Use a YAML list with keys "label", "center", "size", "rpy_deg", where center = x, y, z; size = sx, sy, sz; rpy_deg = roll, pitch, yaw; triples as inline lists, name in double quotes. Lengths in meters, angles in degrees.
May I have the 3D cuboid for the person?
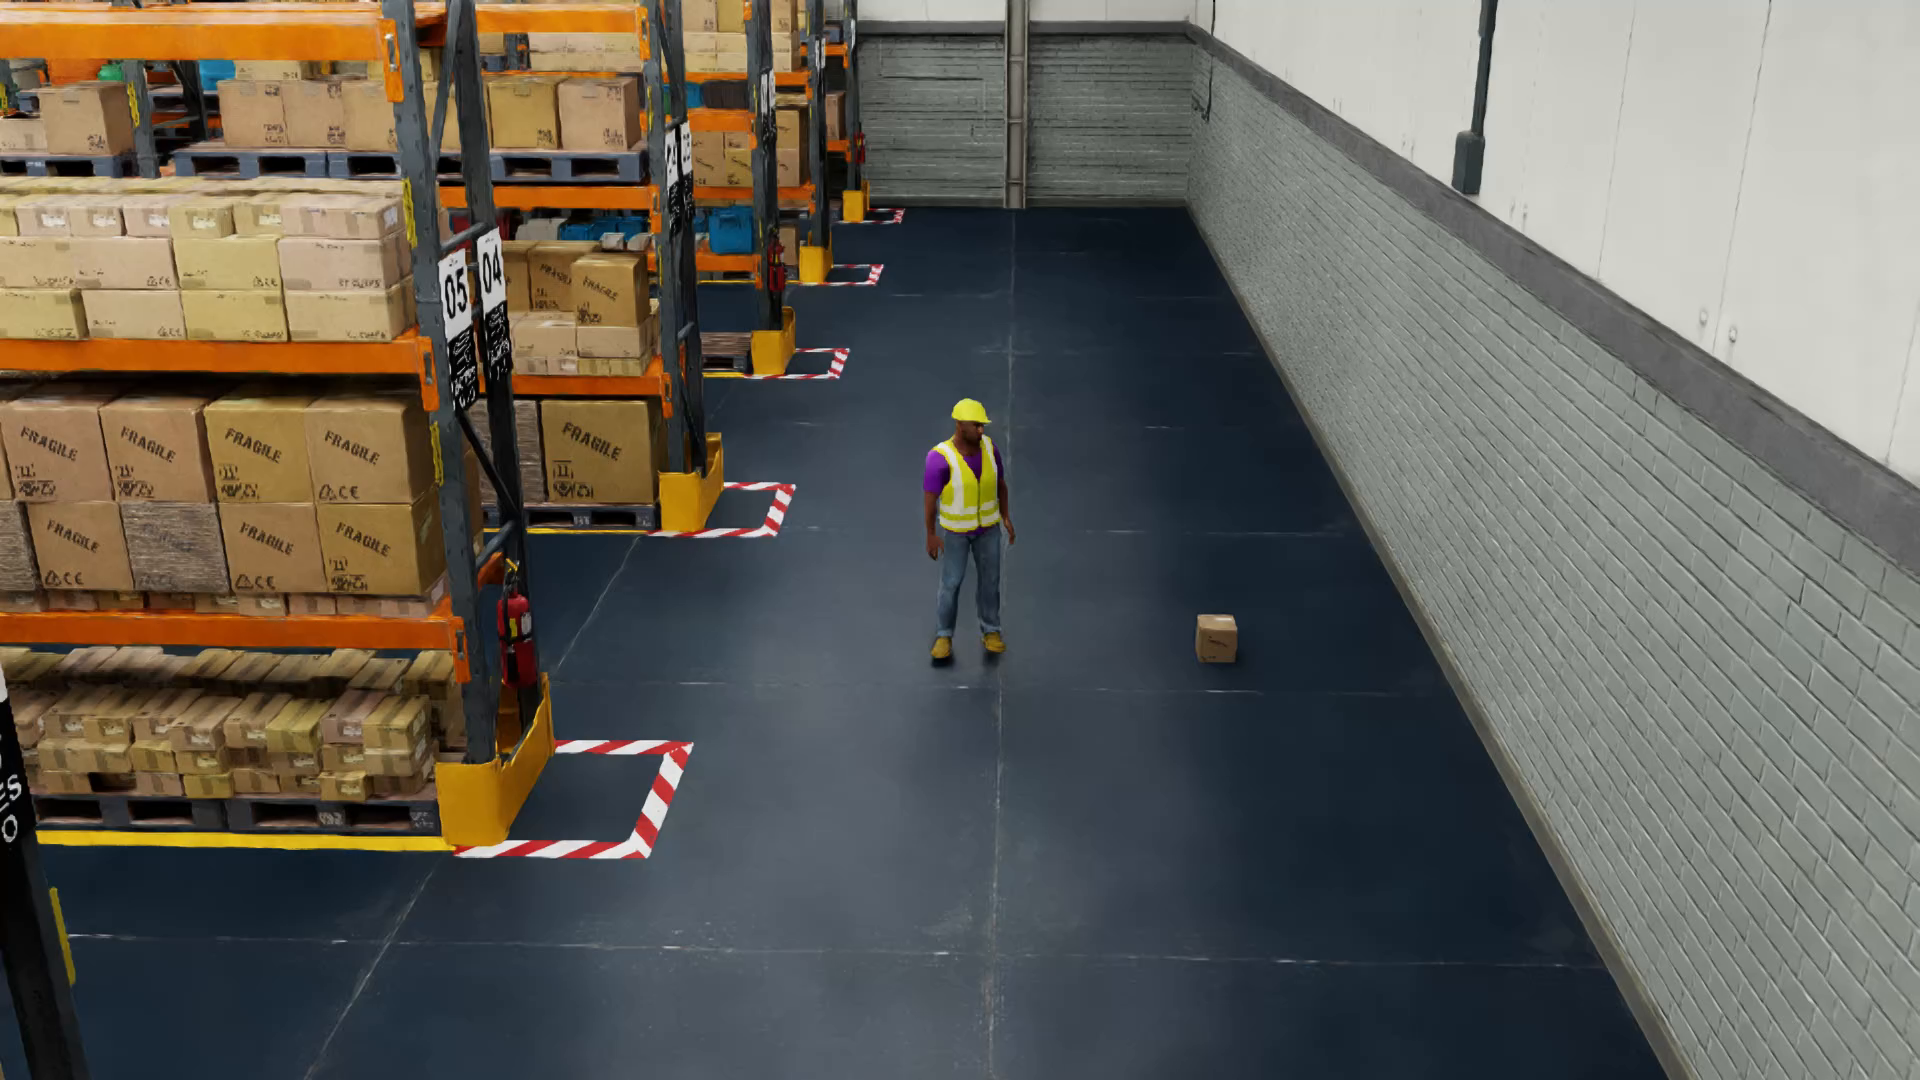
- label: "person"
  center: [0.072, -0.074, 11.153]
  size: [0.622, 1.771, 0.462]
  rpy_deg: [-10, 23, -24]
